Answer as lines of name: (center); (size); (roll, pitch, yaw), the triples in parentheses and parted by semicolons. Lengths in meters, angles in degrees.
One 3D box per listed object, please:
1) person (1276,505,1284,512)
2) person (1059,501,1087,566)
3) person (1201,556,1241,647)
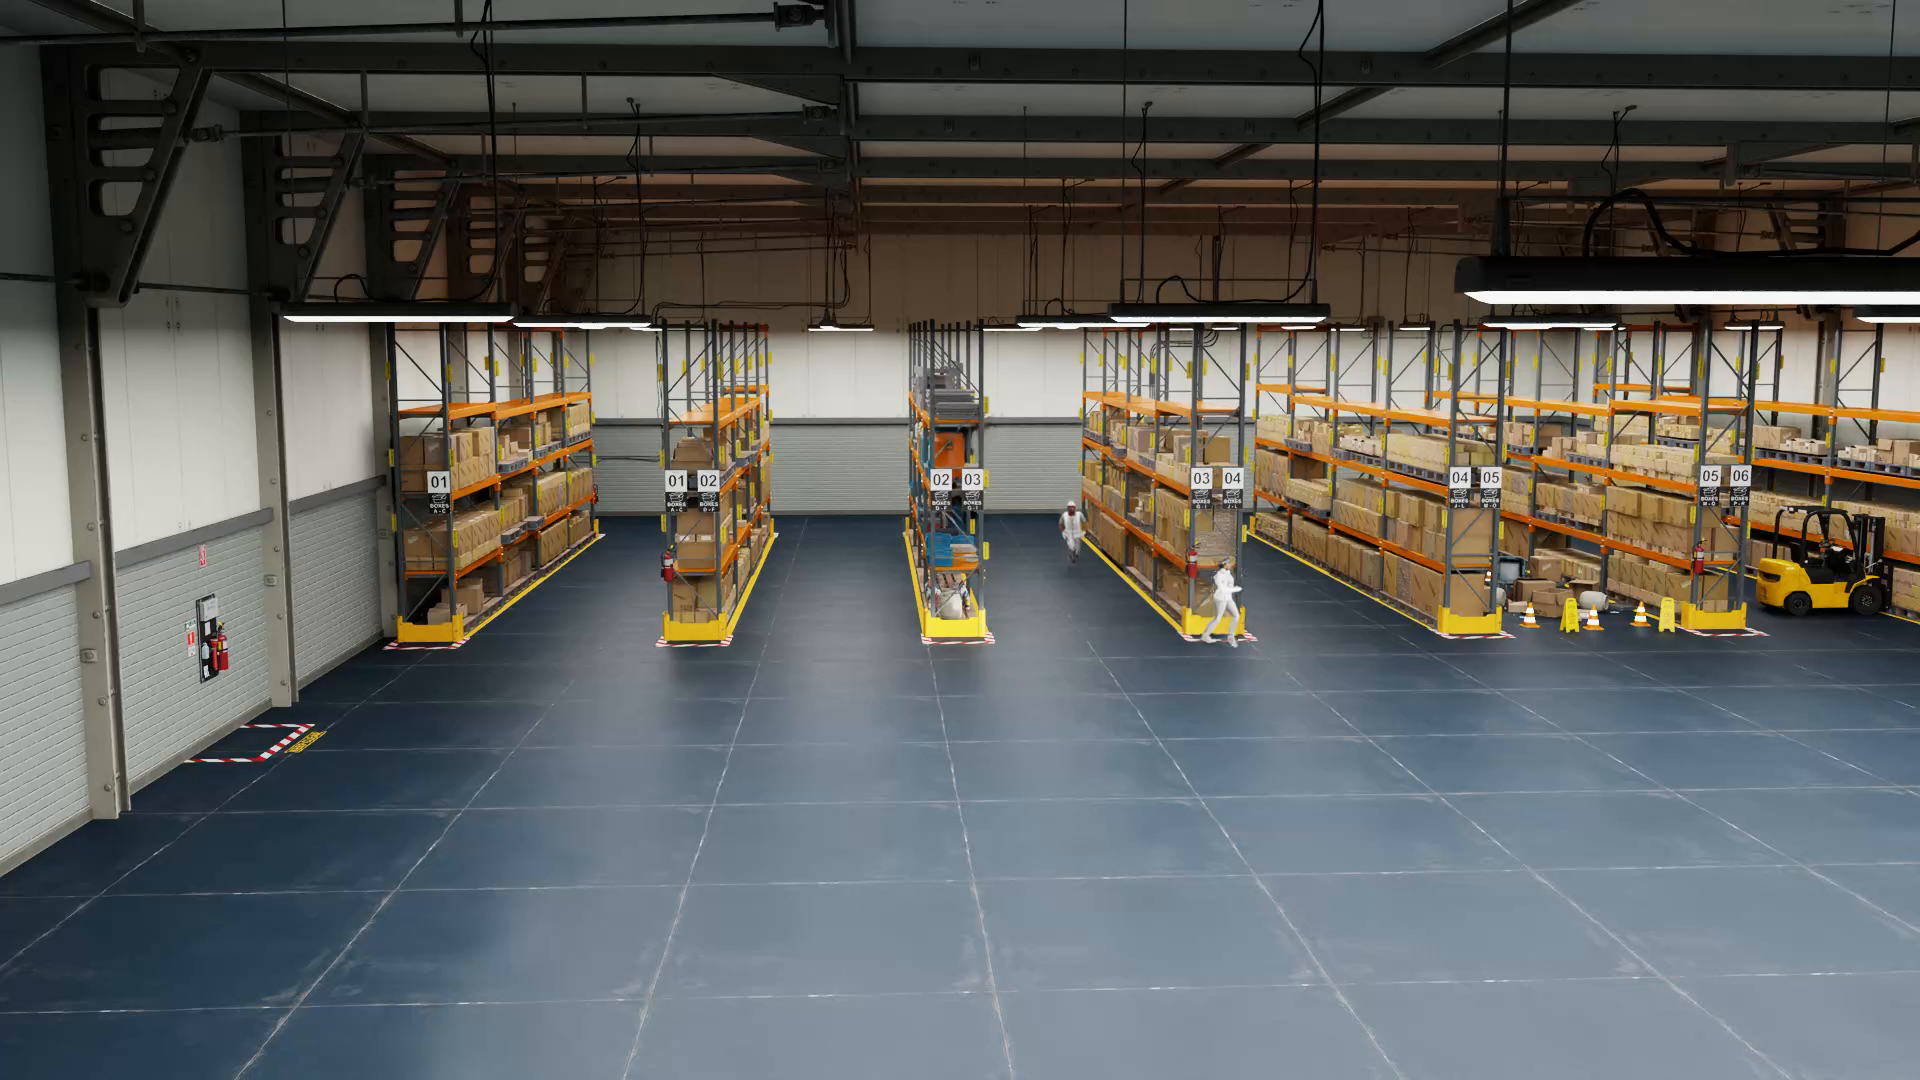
person: (9.596, -1.088, 48.897); (0.611, 1.582, 0.602); (4, 8, 32)
person: (2.708, -0.147, 39.945); (0.685, 1.597, 0.783); (0, 7, 4)
person: (4.798, 1.136, 30.559); (0.743, 1.744, 0.543); (4, 8, 31)
